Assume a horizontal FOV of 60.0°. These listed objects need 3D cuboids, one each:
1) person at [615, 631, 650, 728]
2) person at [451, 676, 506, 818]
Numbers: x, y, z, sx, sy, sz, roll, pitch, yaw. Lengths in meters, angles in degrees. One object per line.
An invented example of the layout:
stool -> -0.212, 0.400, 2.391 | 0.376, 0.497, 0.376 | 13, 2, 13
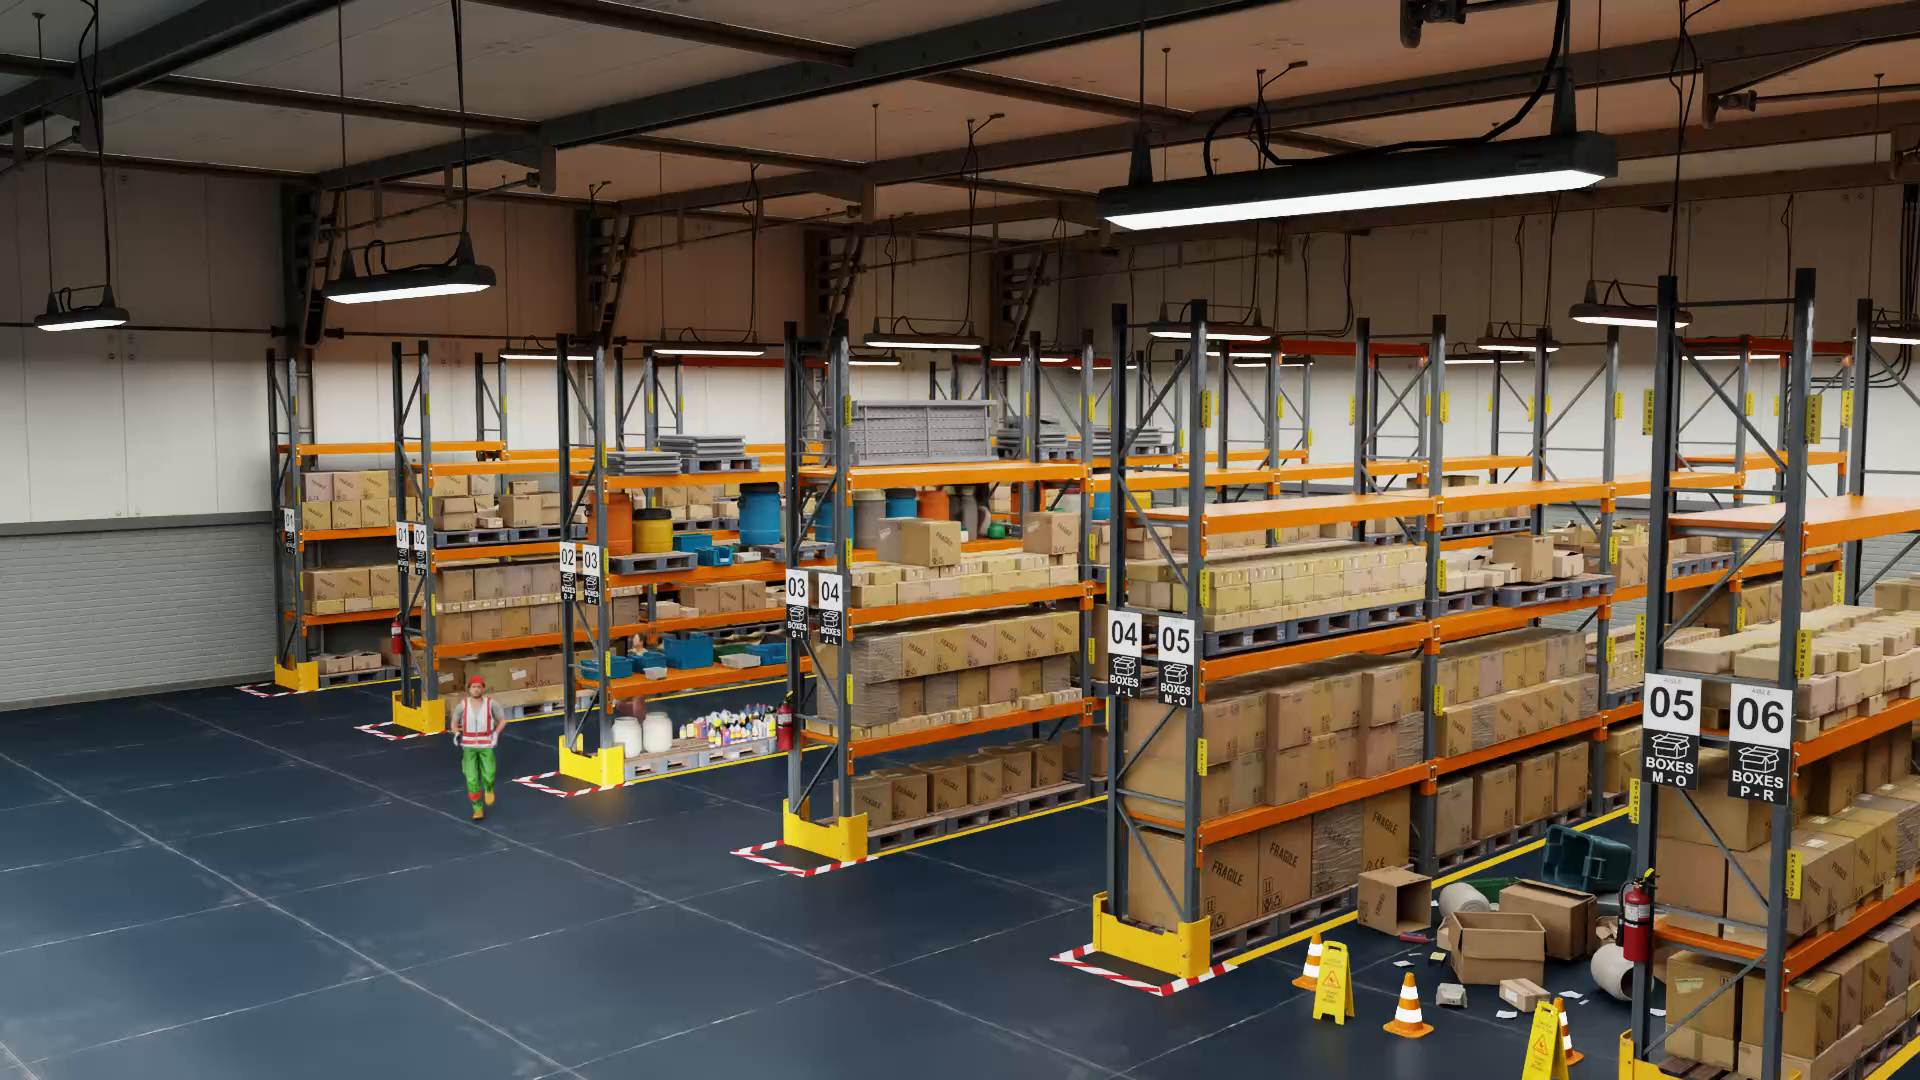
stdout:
person -> -4.857, 2.178, 25.020 | 0.587, 1.620, 0.568 | -4, 7, -40
person -> -5.921, 2.530, 20.431 | 0.653, 1.737, 0.621 | -1, 5, -11
